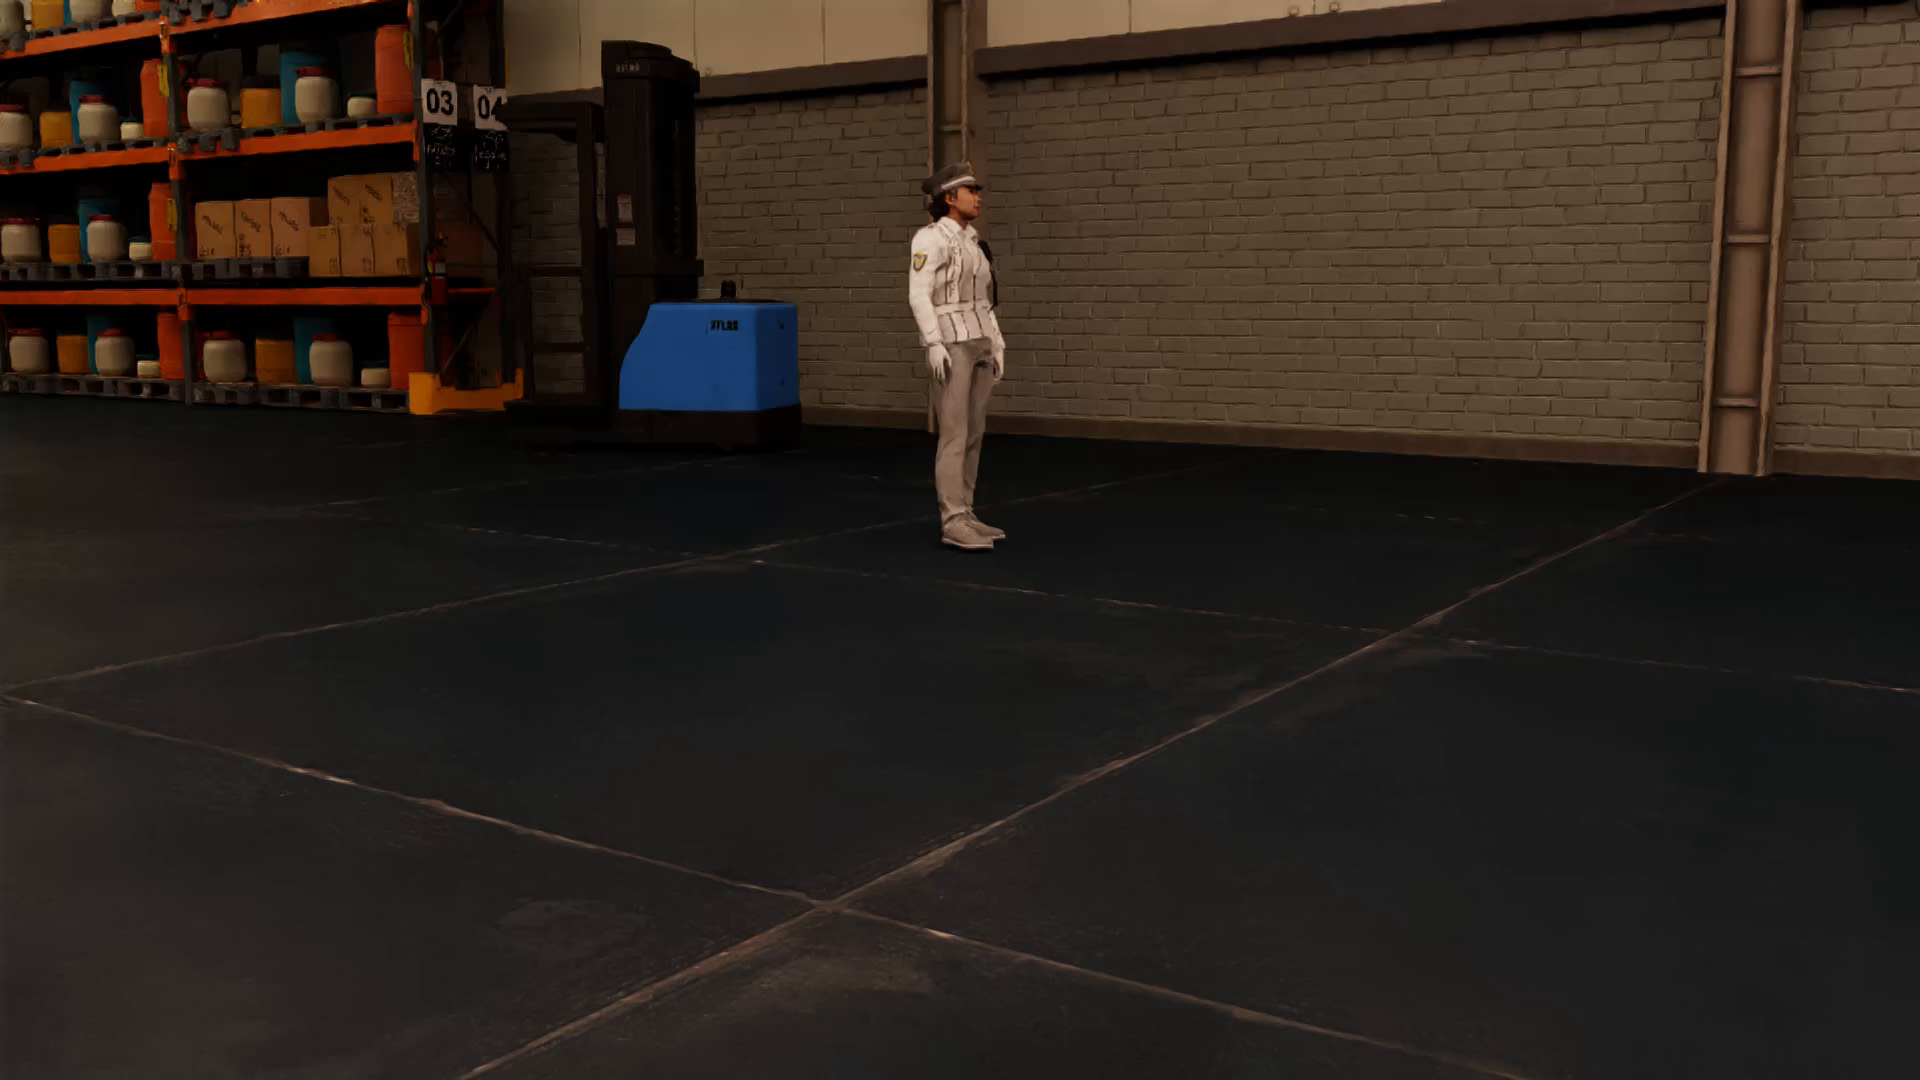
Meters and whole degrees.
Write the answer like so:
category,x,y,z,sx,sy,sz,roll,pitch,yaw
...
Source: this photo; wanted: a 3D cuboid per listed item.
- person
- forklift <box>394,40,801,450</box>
category,x,y,z,sx,sy,sz,roll,pitch,yaw
person,0.052,-0.840,7.440,0.533,1.695,0.586,5,10,34
forklift,-2.797,-2.183,12.542,3.031,2.935,1.130,2,8,14
